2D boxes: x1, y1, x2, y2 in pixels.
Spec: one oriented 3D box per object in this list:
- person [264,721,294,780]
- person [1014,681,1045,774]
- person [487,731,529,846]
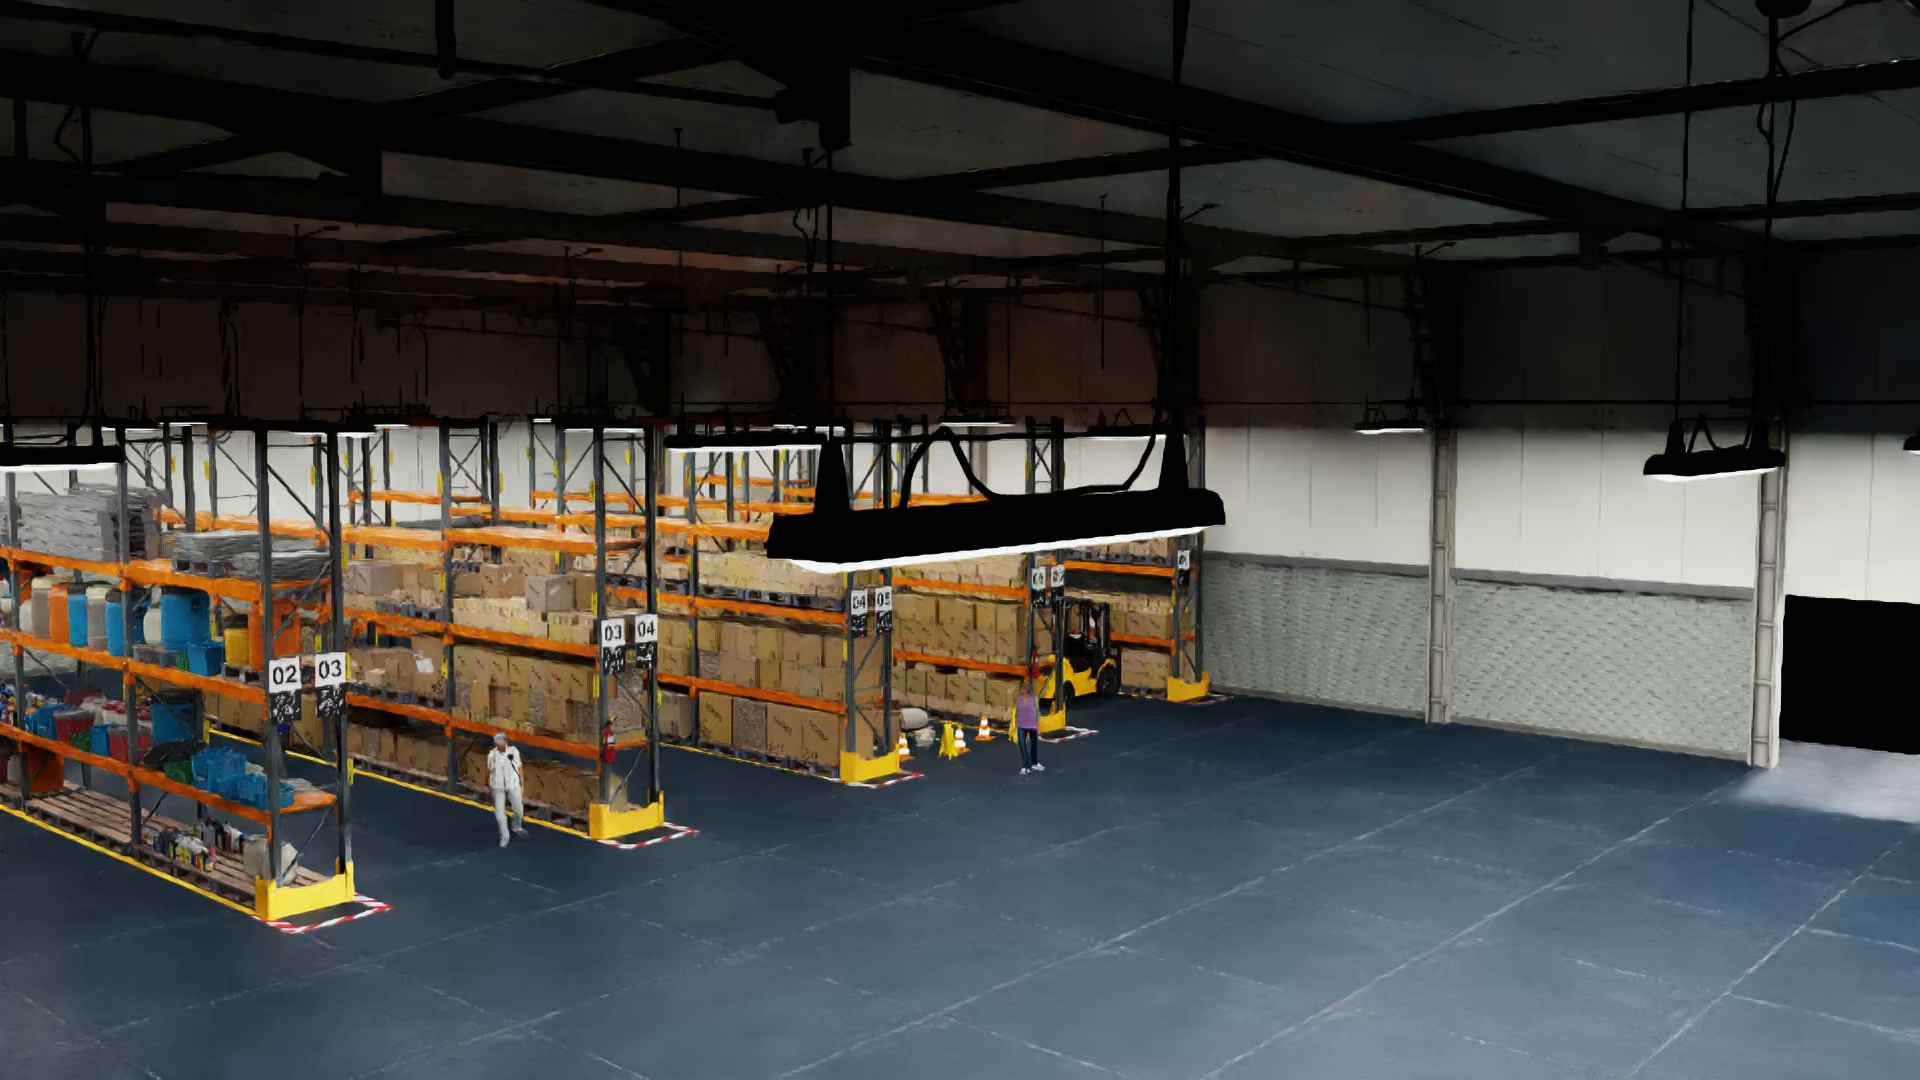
[{"bbox_3d":[-11.182,3.252,27.396,1.091,1.574,0.445,4,6,38],"label":"person"},{"bbox_3d":[1.185,3.186,28.410,0.513,1.587,0.484,1,5,15],"label":"person"},{"bbox_3d":[-6.489,3.531,23.837,0.553,1.650,0.583,-1,5,-12],"label":"person"}]
